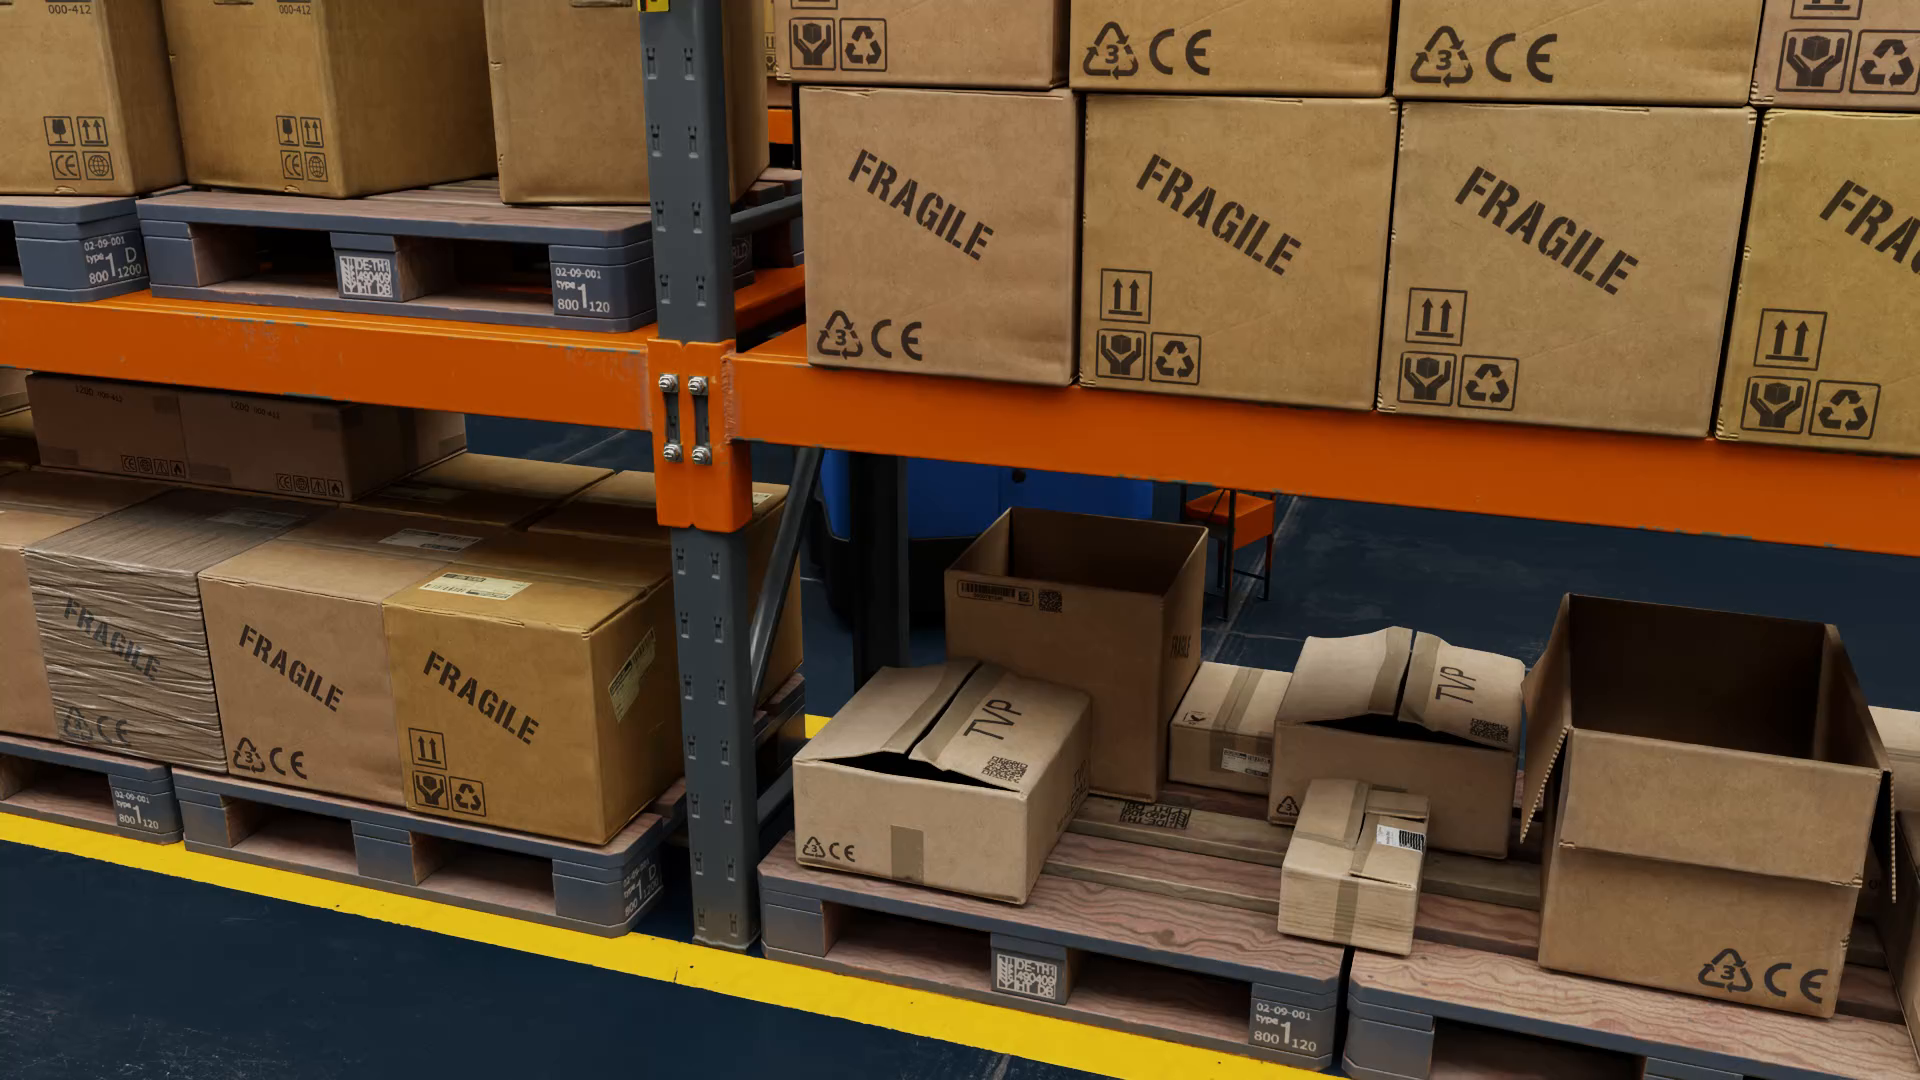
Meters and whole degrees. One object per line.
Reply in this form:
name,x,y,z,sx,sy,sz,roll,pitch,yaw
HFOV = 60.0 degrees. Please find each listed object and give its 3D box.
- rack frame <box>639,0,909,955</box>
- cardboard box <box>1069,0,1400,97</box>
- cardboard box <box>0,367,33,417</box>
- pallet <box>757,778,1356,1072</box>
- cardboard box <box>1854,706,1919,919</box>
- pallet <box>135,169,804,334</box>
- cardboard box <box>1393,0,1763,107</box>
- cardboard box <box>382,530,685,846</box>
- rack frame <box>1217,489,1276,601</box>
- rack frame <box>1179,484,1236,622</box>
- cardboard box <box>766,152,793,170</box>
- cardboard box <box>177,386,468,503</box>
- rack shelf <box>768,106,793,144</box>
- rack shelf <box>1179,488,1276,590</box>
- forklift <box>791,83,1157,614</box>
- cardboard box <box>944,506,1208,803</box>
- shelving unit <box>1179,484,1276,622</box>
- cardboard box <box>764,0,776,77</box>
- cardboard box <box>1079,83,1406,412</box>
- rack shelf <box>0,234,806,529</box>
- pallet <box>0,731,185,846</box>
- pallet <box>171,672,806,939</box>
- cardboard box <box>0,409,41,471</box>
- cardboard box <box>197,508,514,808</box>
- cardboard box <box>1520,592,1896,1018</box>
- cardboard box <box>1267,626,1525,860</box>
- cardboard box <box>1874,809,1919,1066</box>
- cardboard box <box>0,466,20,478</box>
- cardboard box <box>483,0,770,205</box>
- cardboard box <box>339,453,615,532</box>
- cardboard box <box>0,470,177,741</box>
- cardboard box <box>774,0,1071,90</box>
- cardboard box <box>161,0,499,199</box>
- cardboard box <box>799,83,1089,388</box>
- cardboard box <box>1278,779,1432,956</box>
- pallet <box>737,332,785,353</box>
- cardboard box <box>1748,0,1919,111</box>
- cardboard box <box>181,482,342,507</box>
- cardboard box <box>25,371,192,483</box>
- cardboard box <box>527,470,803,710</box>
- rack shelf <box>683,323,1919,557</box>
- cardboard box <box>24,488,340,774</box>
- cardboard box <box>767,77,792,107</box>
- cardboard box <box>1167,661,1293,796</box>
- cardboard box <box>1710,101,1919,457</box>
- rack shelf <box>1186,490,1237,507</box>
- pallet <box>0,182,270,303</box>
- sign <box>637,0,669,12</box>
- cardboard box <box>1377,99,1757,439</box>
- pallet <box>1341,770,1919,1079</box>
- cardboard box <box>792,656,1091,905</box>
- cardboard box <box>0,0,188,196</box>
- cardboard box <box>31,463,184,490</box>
rack frame,-0.352,-0.695,3.512,0.127,3.000,1.000,7,20,18
cardboard box,0.489,-1.020,2.774,0.500,0.500,0.500,6,20,16
cardboard box,-3.115,-0.475,4.873,0.500,0.250,0.500,7,21,20
pallet,0.297,0.697,3.757,1.213,0.211,1.003,7,20,18
cardboard box,2.062,0.573,3.384,0.500,0.250,0.500,7,20,18
pallet,-1.071,-0.724,3.888,1.213,0.211,1.003,7,20,18
cardboard box,0.974,-0.964,2.615,0.500,0.500,0.500,6,20,16
cardboard box,-0.912,0.314,3.748,0.500,0.500,0.500,6,20,18
rack frame,0.946,-0.316,5.389,0.200,1.050,0.008,16,25,39
rack frame,0.783,-0.256,5.217,0.200,1.050,0.008,16,25,39
cardboard box,-1.031,-1.634,8.834,0.750,0.750,0.750,6,20,18
cardboard box,-1.673,-0.312,4.405,0.500,0.250,0.500,7,20,18
rack shelf,-0.619,-2.112,8.670,4.000,0.370,1.077,7,20,18
rack shelf,0.865,-0.014,5.398,0.215,0.259,0.240,16,25,39
forklift,-0.095,-1.597,6.204,1.130,2.935,3.031,-3,19,-8
cardboard box,0.280,0.251,3.927,0.500,0.500,0.500,7,20,18
shelving unit,0.865,-0.286,5.303,0.215,1.050,0.252,16,25,39
cardboard box,-0.679,-2.565,8.244,0.500,0.500,0.500,7,20,20
cardboard box,0.525,-0.548,2.939,0.500,0.500,0.500,7,20,19
rack shelf,-2.241,-0.571,4.250,4.000,0.370,1.077,7,20,18
pallet,-2.289,0.415,4.566,1.213,0.211,1.003,7,20,18
pallet,-1.132,0.546,4.189,1.213,0.211,1.003,7,20,18
cardboard box,-2.681,-0.070,4.849,0.500,0.500,0.500,6,20,16
cardboard box,-1.376,0.258,3.909,0.500,0.500,0.500,7,20,18
cardboard box,1.425,0.478,3.273,0.637,0.503,0.797,7,20,18
cardboard box,0.988,0.422,3.726,0.500,0.311,0.500,7,20,18
cardboard box,1.945,0.734,2.922,0.500,0.250,0.500,7,20,18
cardboard box,-2.825,0.094,4.377,0.500,0.500,0.500,6,20,17
cardboard box,-0.726,-1.061,3.773,0.500,0.500,0.700,0,19,0
cardboard box,-1.236,0.096,4.373,0.500,0.500,0.500,7,20,19
cardboard box,-2.331,0.149,4.220,0.500,0.500,0.500,6,20,16
cardboard box,0.001,-1.076,2.934,0.500,0.500,0.500,7,20,19
cardboard box,-1.396,-1.115,3.929,0.500,0.500,0.700,10,22,27
cardboard box,0.040,-0.602,3.094,0.500,0.500,0.500,7,20,19
cardboard box,0.794,0.638,3.324,0.250,0.166,0.380,7,20,18
pallet,-0.639,-1.110,8.939,1.213,0.211,1.003,7,20,18
cardboard box,1.462,-0.909,2.455,0.500,0.500,0.500,7,20,20
cardboard box,-1.706,0.039,4.535,0.500,0.500,0.500,7,20,19
cardboard box,-2.147,-0.366,4.560,0.500,0.250,0.500,6,20,17
cardboard box,-0.729,0.150,4.218,0.500,0.500,0.500,6,20,16
rack shelf,1.538,-0.139,3.010,4.000,0.370,1.077,7,20,18
cardboard box,-1.850,0.203,4.065,0.500,0.500,0.500,7,20,19
cardboard box,-0.820,-2.288,8.435,0.250,0.149,0.380,7,20,18
cardboard box,0.654,0.439,3.922,0.250,0.149,0.380,7,20,18
cardboard box,1.478,-0.439,2.625,0.500,0.500,0.500,6,20,17
rack shelf,0.865,-0.276,5.306,0.215,0.259,0.240,16,25,39
pallet,-2.292,-0.827,4.184,1.213,0.211,1.003,7,20,18
sign,-0.530,-1.068,2.825,0.005,0.325,0.100,7,20,18
cardboard box,0.997,-0.493,2.782,0.500,0.500,0.500,6,20,18
pallet,1.453,0.828,3.381,1.213,0.211,1.003,7,20,18
cardboard box,-0.026,0.480,3.559,0.500,0.311,0.500,7,20,18
cardboard box,-2.041,-1.112,3.919,0.500,0.500,0.700,1,19,4
cardboard box,-2.183,-0.015,4.692,0.500,0.500,0.500,6,20,16
